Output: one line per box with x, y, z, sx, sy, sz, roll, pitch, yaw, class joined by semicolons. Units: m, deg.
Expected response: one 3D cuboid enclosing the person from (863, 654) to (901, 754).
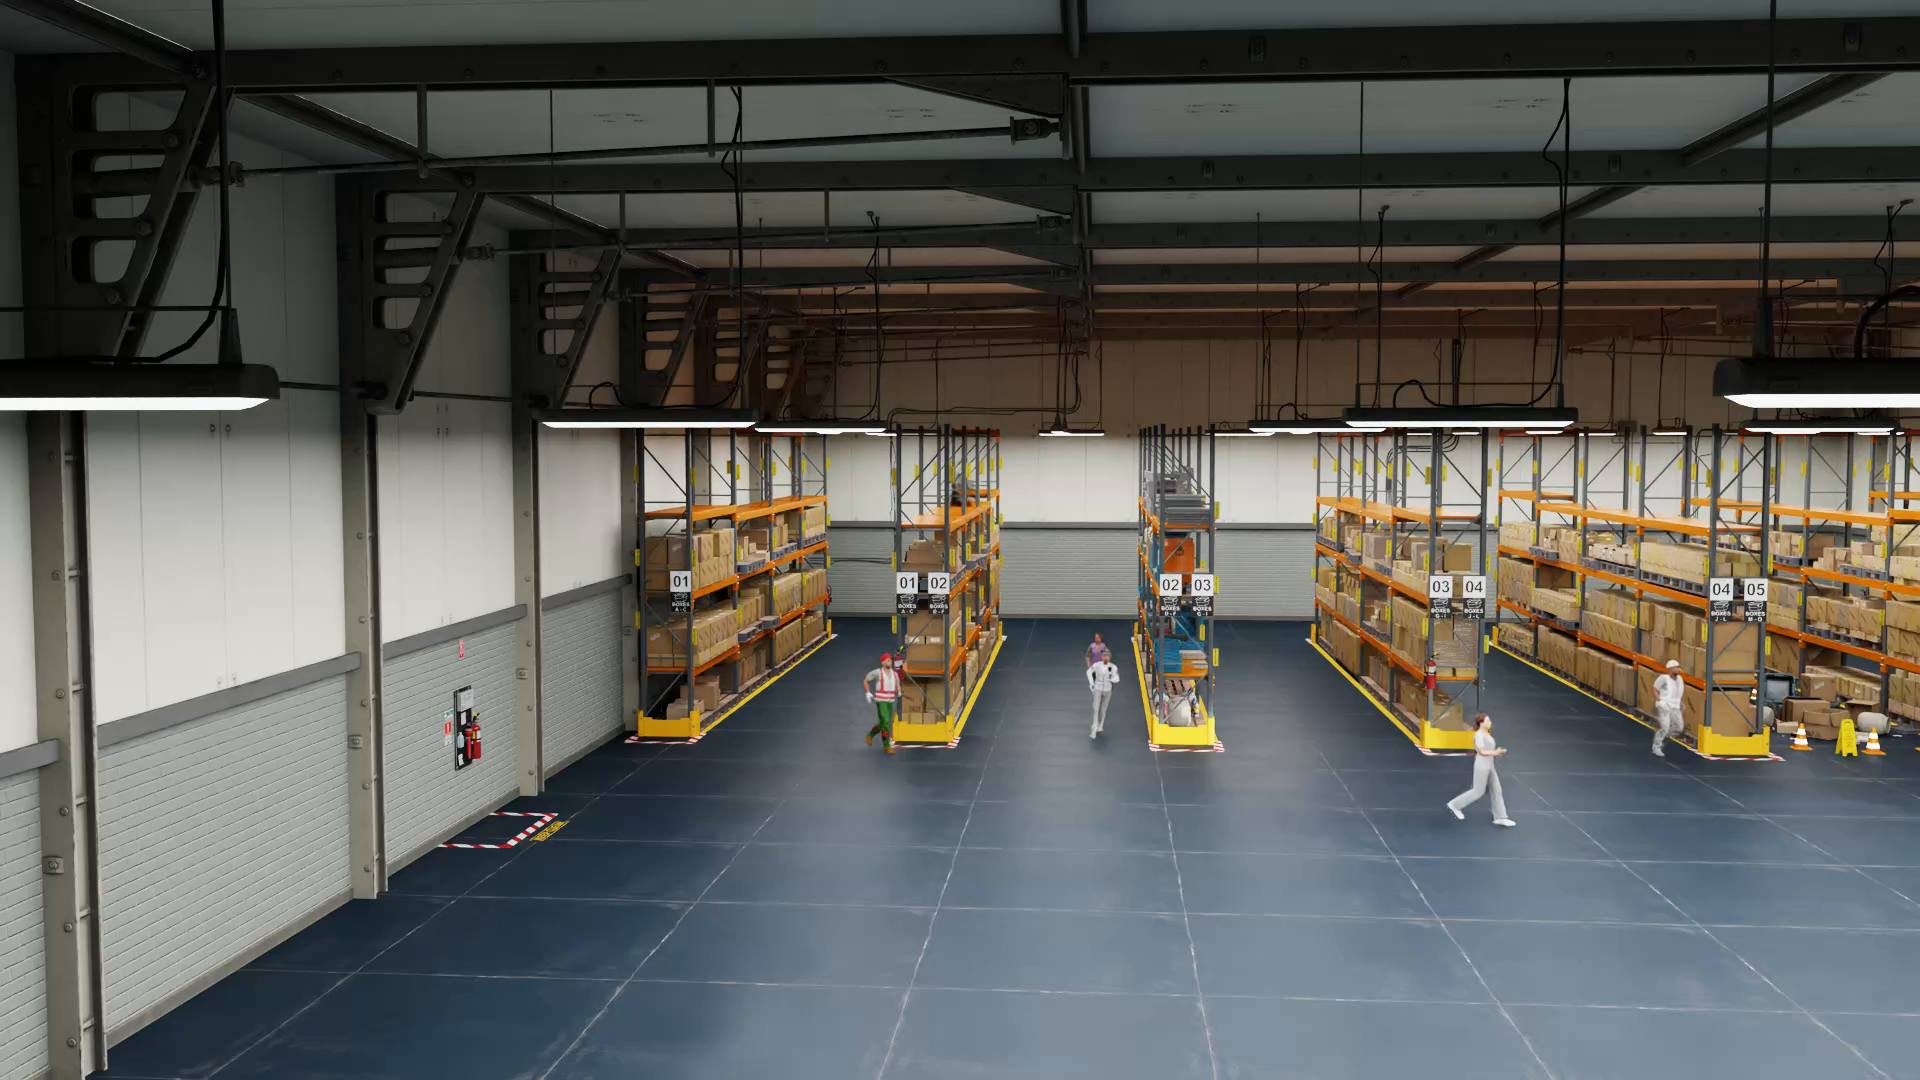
-1.364;2.975;30.482;0.711;1.769;0.901;-3;5;-40;person

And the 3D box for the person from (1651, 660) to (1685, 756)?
12.868;3.034;30.132;0.737;1.718;0.546;-1;4;-19;person

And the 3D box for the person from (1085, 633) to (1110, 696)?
2.971;2.777;35.861;0.544;1.556;0.544;0;3;4;person

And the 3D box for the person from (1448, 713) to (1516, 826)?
7.729;3.372;24.581;0.963;1.646;0.569;2;4;30;person

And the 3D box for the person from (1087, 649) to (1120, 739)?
2.767;2.947;32.107;0.622;1.736;0.746;0;3;3;person
